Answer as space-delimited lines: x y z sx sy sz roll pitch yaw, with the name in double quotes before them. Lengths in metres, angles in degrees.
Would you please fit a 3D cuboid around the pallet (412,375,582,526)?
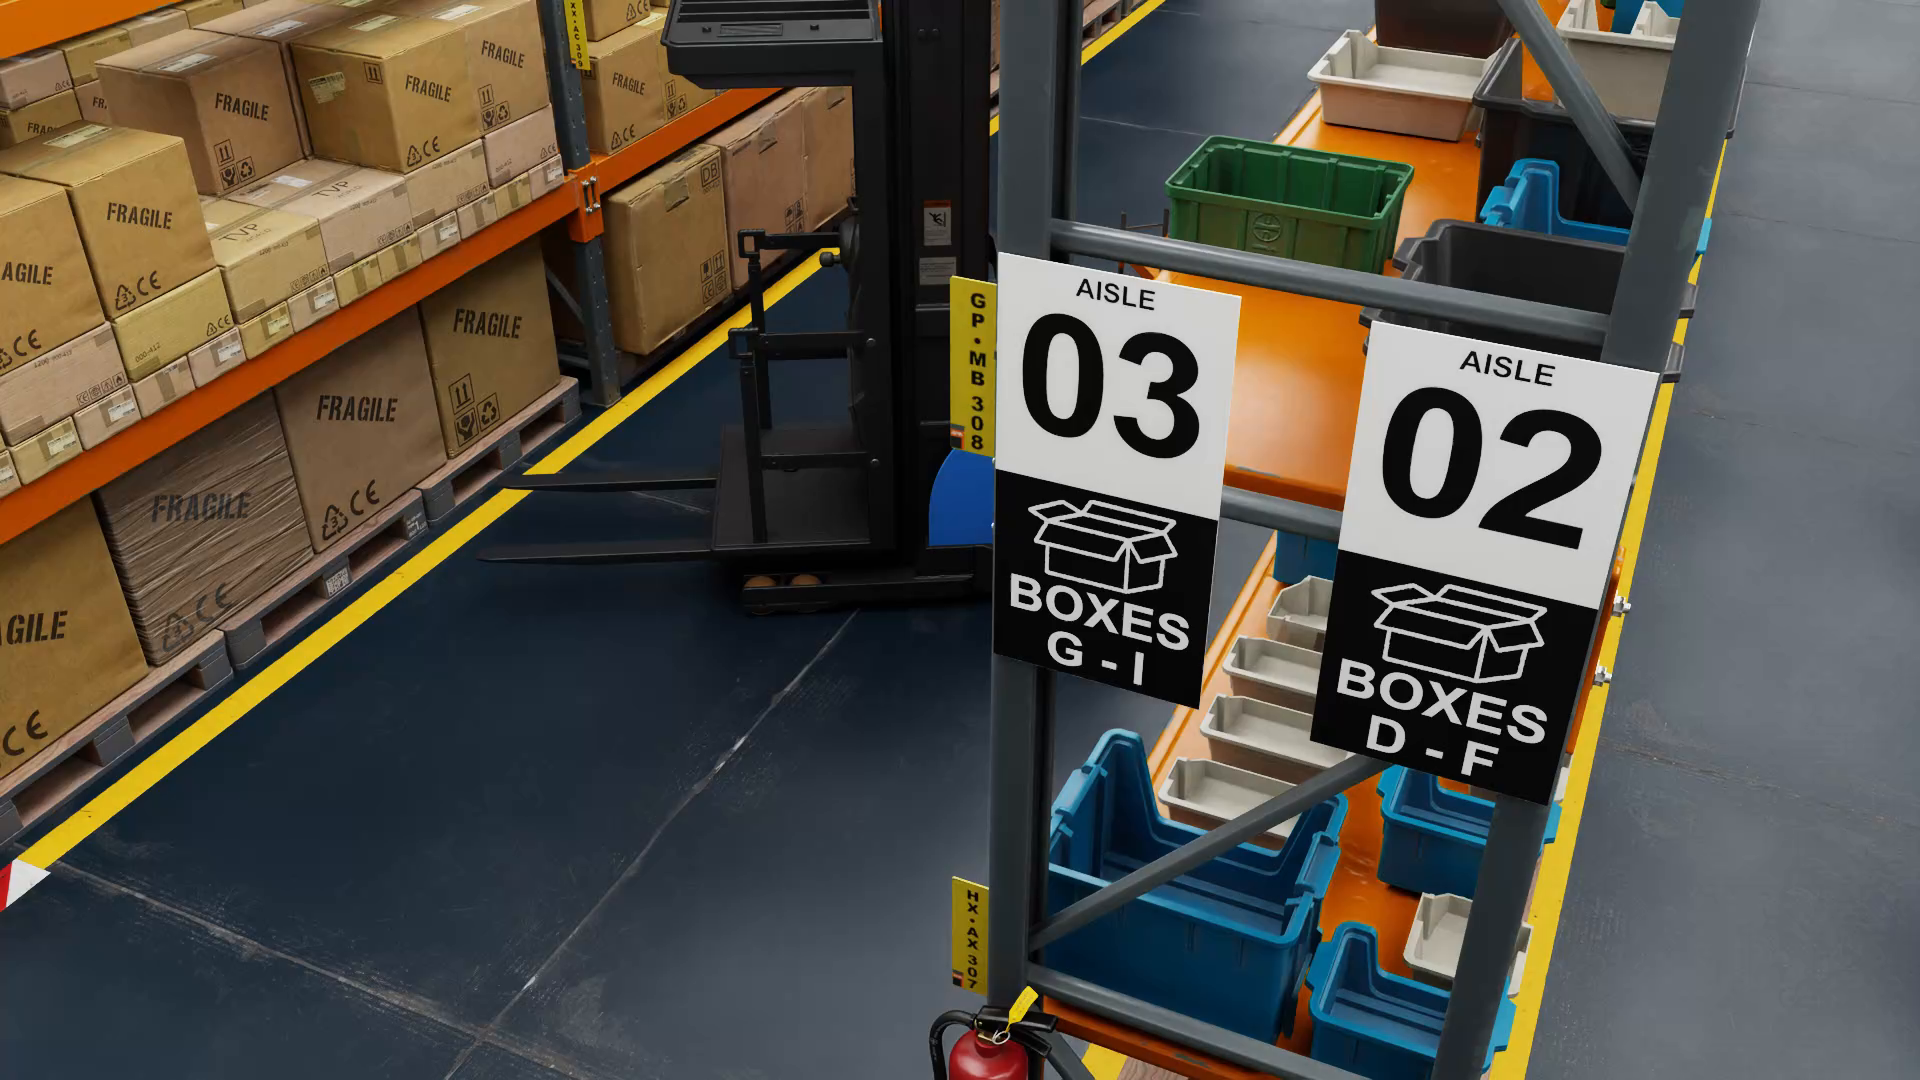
"pallet" -2.678 -0.561 8.413 1.003 0.211 1.213 14 36 20

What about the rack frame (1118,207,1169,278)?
"rack frame" 0.889 -1.077 8.298 0.240 1.200 0.015 -9 34 -14

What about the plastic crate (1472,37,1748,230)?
"plastic crate" 1.425 -0.886 3.686 0.504 0.338 0.767 14 36 20

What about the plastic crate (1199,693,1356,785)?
"plastic crate" 0.847 0.537 4.381 0.396 0.136 0.243 14 36 20

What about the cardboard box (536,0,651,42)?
"cardboard box" -2.029 -2.869 8.384 0.797 0.503 0.637 13 36 19

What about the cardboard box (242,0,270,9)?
"cardboard box" -5.327 -4.057 12.415 0.500 0.250 0.500 15 36 21

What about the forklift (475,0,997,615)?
"forklift" -0.622 -1.201 6.908 3.031 2.935 1.130 -2 33 -4

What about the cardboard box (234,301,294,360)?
"cardboard box" -2.872 -0.858 6.552 0.380 0.149 0.250 13 36 19

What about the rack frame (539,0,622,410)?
"rack frame" -2.289 -2.088 8.198 1.000 3.000 0.127 14 36 20

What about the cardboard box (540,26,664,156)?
"cardboard box" -1.869 -2.301 8.433 0.500 0.500 0.500 14 36 21

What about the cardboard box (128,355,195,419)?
"cardboard box" -3.086 -0.604 6.164 0.380 0.149 0.250 13 36 20

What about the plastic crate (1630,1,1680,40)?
"plastic crate" 2.023 -1.375 4.616 0.293 0.136 0.466 14 36 20

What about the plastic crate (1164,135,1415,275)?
"plastic crate" 0.690 -0.682 3.512 0.450 0.188 0.336 14 36 20

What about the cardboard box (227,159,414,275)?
"cardboard box" -2.663 -1.357 6.949 0.500 0.250 0.500 15 36 21

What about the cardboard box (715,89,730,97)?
"cardboard box" -1.450 -2.801 9.195 0.500 0.500 0.500 13 36 19

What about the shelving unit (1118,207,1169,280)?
"shelving unit" 0.958 -0.949 8.103 0.258 1.200 0.503 -9 34 -14

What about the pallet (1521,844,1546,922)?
"pallet" 1.428 1.200 5.728 1.003 0.211 1.213 14 36 20

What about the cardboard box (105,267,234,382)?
"cardboard box" -3.091 -0.844 6.167 0.500 0.250 0.500 13 35 19

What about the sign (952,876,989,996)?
"sign" 0.030 0.854 3.563 0.100 0.325 0.005 14 36 20

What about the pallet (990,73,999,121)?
"pallet" -0.287 -3.303 12.594 1.003 0.211 1.213 14 36 20

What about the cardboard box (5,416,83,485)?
"cardboard box" -3.301 -0.347 5.773 0.380 0.149 0.250 13 36 19

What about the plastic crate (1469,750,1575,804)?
"plastic crate" 1.432 0.600 4.285 0.250 0.136 0.298 14 36 20

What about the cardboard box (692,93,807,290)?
"cardboard box" -1.666 -2.143 9.838 1.225 0.875 0.875 13 35 19

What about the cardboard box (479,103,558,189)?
"cardboard box" -2.235 -1.869 7.731 0.500 0.250 0.500 14 36 20

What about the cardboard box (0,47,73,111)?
"cardboard box" -6.202 -3.027 10.844 0.500 0.250 0.500 13 35 18

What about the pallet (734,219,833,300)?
"pallet" -1.525 -1.933 10.505 1.003 0.211 1.213 14 36 20

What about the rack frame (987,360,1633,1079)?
"rack frame" 0.536 1.041 3.427 1.000 3.000 0.127 14 36 20

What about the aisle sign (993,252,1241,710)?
"aisle sign" 0.240 -0.078 2.762 0.394 0.787 0.004 14 36 20

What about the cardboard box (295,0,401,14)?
"cardboard box" -2.721 -2.283 7.678 0.500 0.500 0.500 14 36 20

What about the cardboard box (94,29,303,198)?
"cardboard box" -3.148 -1.779 6.910 0.500 0.500 0.500 13 35 19

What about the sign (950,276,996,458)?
"sign" 0.030 -0.288 2.814 0.100 0.325 0.005 14 36 20

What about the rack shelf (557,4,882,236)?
"rack shelf" -1.452 -2.783 9.915 1.077 0.370 4.000 14 36 20

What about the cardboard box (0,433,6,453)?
"cardboard box" -3.516 -0.334 5.390 0.500 0.250 0.500 13 36 19

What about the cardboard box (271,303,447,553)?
"cardboard box" -3.014 -0.616 7.509 0.875 0.875 0.875 14 36 20

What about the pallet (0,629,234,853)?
"pallet" -3.699 0.654 6.560 1.003 0.211 1.213 14 36 20

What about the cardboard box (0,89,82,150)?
"cardboard box" -6.201 -2.713 11.049 0.500 0.500 0.500 16 36 22

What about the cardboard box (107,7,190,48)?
"cardboard box" -5.764 -3.546 11.635 0.500 0.250 0.500 16 36 22

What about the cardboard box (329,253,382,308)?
"cardboard box" -2.656 -1.116 6.945 0.380 0.149 0.250 14 36 20

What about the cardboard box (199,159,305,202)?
"cardboard box" -3.147 -1.470 7.121 0.500 0.250 0.500 15 36 22

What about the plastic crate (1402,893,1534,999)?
"plastic crate" 1.148 0.938 3.770 0.250 0.136 0.298 14 36 20

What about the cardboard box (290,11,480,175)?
"cardboard box" -2.452 -1.924 7.130 0.500 0.500 0.500 15 36 21

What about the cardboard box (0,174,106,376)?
"cardboard box" -3.307 -0.897 5.564 0.500 0.500 0.500 13 36 19

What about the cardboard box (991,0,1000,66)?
"cardboard box" 0.098 -4.120 13.176 0.700 0.500 0.500 17 37 24

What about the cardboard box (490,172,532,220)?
"cardboard box" -2.226 -1.627 7.725 0.380 0.149 0.250 15 36 21

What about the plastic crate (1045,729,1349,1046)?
"plastic crate" 0.507 0.791 3.721 0.616 0.435 0.499 14 36 20

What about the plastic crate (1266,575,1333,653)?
"plastic crate" 1.049 0.241 4.832 0.298 0.136 0.250 14 36 20
